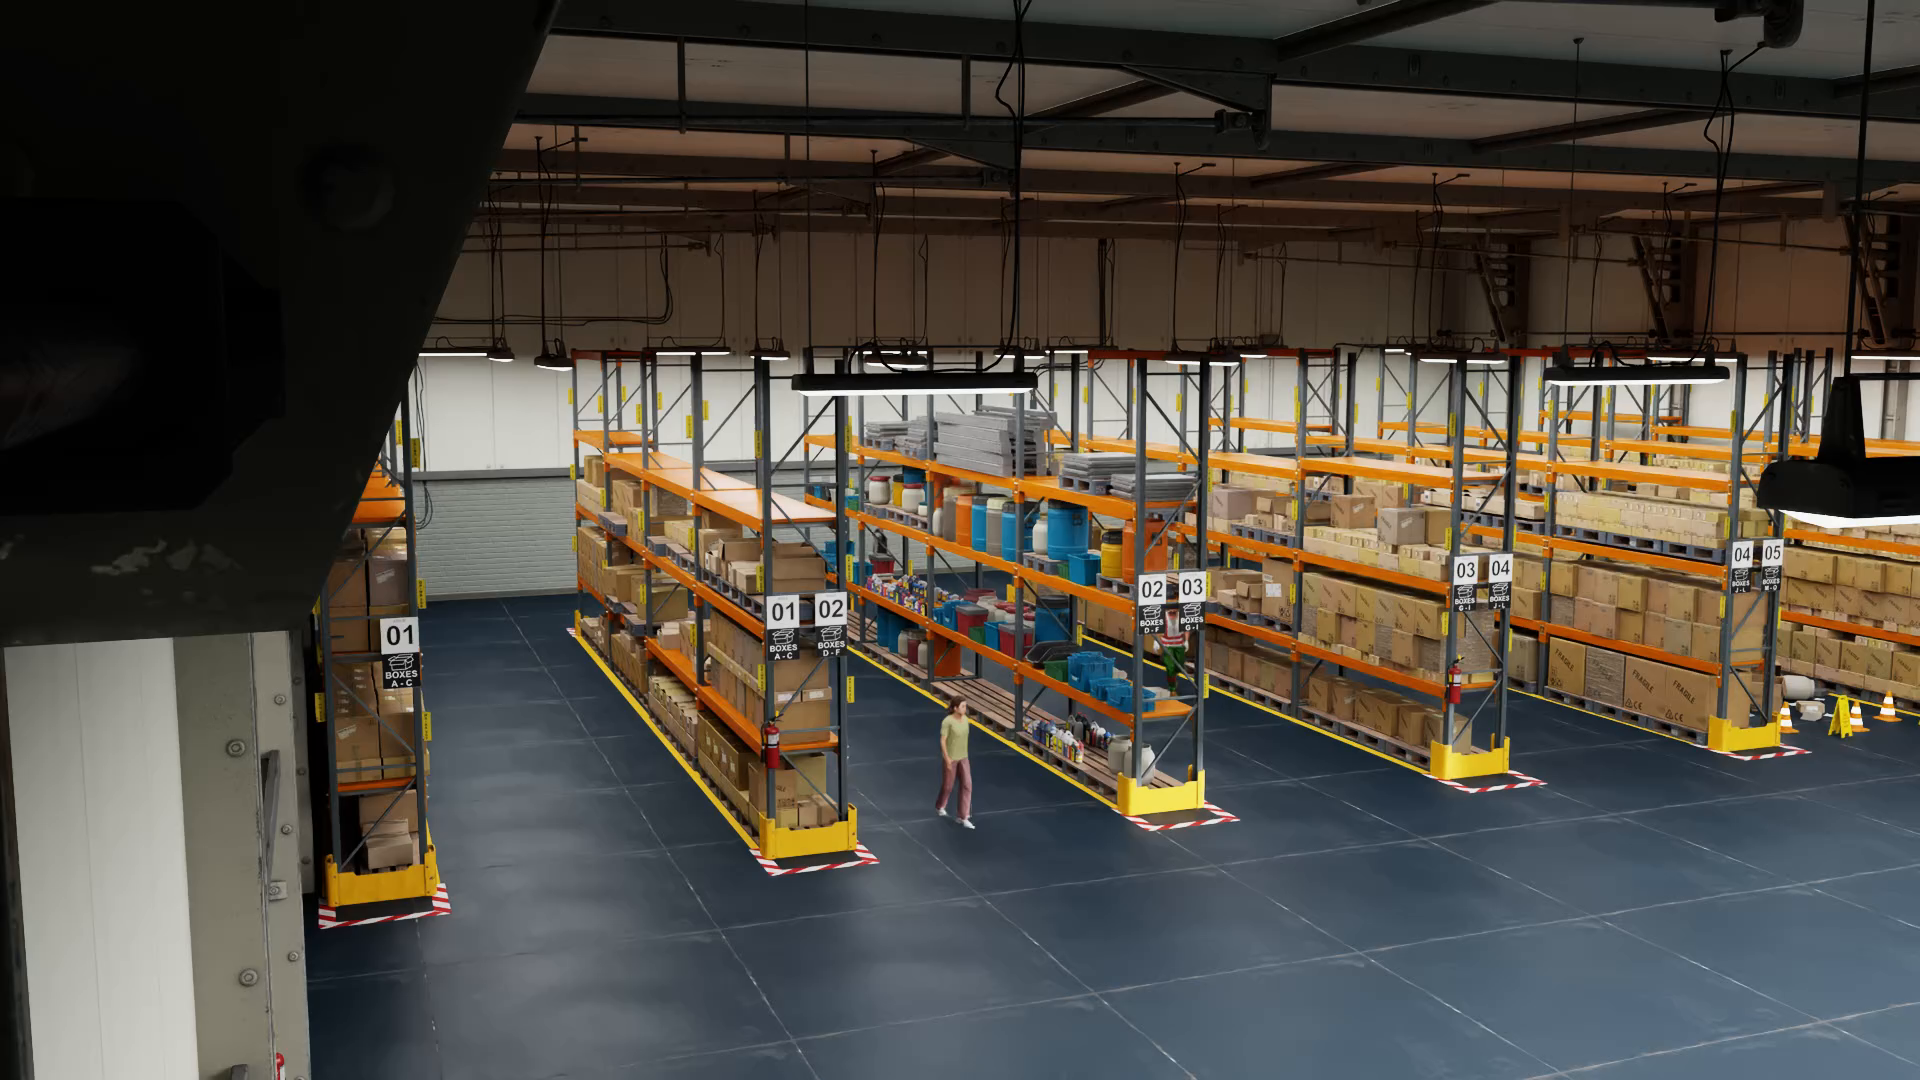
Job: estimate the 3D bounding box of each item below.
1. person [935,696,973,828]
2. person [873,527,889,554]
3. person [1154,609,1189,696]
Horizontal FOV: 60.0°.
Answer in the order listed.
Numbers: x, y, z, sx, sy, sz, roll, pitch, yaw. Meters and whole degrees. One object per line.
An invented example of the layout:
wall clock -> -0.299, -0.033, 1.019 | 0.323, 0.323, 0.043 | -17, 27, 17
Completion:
person -> -0.043, 2.852, 21.592 | 0.523, 1.671, 0.766 | -6, 9, -39
person -> -1.942, 0.336, 41.498 | 0.955, 1.688, 0.556 | 0, 7, 3
person -> 3.695, 1.837, 29.216 | 0.604, 1.757, 0.738 | -1, 7, -8
